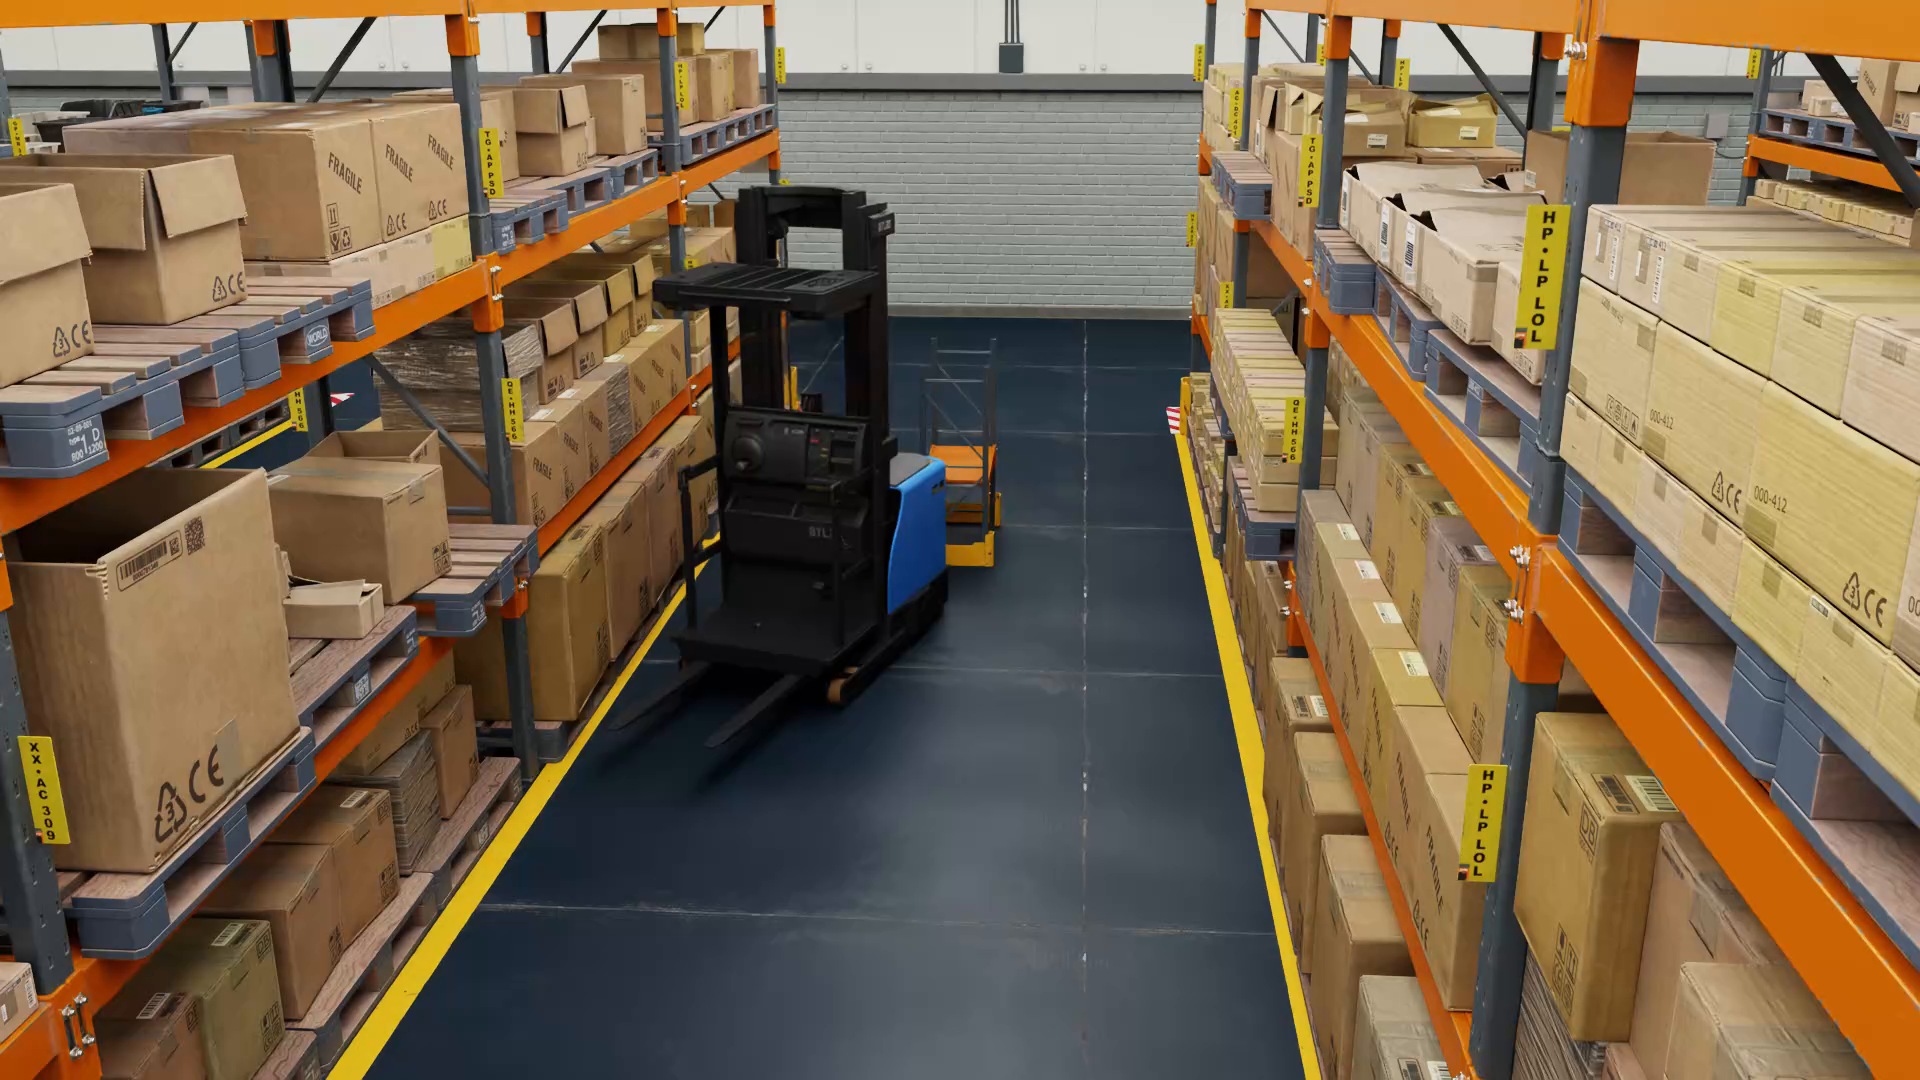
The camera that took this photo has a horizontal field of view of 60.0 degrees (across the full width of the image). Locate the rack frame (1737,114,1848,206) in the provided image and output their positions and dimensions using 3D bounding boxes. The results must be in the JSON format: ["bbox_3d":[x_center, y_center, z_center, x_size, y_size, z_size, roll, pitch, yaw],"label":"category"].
[{"bbox_3d":[7.666,-2.411,15.464,1.000,3.000,0.127,1,18,4],"label":"rack frame"}]

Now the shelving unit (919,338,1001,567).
[{"bbox_3d":[-0.005,-0.689,12.617,0.587,1.500,1.083,1,18,4],"label":"shelving unit"}]

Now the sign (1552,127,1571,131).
[{"bbox_3d":[2.701,-1.699,7.517,0.100,0.325,0.005,1,18,4],"label":"sign"}]

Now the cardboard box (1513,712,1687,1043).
[{"bbox_3d":[1.800,0.766,3.792,0.875,0.550,0.550,1,18,4],"label":"cardboard box"}]

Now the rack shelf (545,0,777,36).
[{"bbox_3d":[-2.362,-4.330,13.483,1.077,0.370,4.000,1,18,4],"label":"rack shelf"}]

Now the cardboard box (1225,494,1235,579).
[{"bbox_3d":[2.117,-0.036,11.555,0.500,0.500,0.500,2,18,6],"label":"cardboard box"}]

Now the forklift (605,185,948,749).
[{"bbox_3d":[-1.083,-0.553,9.904,1.130,2.935,3.031,7,19,20],"label":"forklift"}]

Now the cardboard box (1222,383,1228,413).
[{"bbox_3d":[1.875,-0.895,10.566,0.380,0.149,0.250,0,18,1],"label":"cardboard box"}]

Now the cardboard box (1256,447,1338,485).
[{"bbox_3d":[1.729,-0.391,8.549,0.380,0.149,0.250,2,18,5],"label":"cardboard box"}]

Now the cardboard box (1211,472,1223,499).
[{"bbox_3d":[2.147,-0.423,12.823,0.380,0.149,0.250,0,18,1],"label":"cardboard box"}]

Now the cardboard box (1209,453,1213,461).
[{"bbox_3d":[2.283,-0.623,13.911,0.380,0.149,0.250,2,18,5],"label":"cardboard box"}]

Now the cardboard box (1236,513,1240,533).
[{"bbox_3d":[2.083,-0.227,10.933,0.500,0.250,0.500,2,18,5],"label":"cardboard box"}]

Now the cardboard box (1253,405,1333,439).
[{"bbox_3d":[1.746,-0.609,8.737,0.380,0.149,0.250,1,18,3],"label":"cardboard box"}]

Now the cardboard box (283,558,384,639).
[{"bbox_3d":[-2.642,0.241,6.913,0.396,0.266,0.258,1,18,2],"label":"cardboard box"}]

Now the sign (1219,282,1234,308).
[{"bbox_3d":[1.893,-1.669,11.809,0.100,0.325,0.005,1,18,4],"label":"sign"}]

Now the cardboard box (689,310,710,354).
[{"bbox_3d":[-2.210,-1.600,12.752,0.500,0.250,0.500,1,18,3],"label":"cardboard box"}]

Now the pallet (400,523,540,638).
[{"bbox_3d":[-2.737,0.167,7.903,1.213,0.211,1.003,1,18,4],"label":"pallet"}]

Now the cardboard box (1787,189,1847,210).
[{"bbox_3d":[7.283,-2.894,14.131,0.380,0.149,0.250,1,18,2],"label":"cardboard box"}]

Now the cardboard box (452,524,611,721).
[{"bbox_3d":[-2.722,0.449,9.474,1.225,0.875,0.875,0,18,1],"label":"cardboard box"}]

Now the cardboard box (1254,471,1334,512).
[{"bbox_3d":[1.725,-0.249,8.595,0.380,0.149,0.250,2,18,5],"label":"cardboard box"}]

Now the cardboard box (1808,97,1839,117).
[{"bbox_3d":[7.359,-3.631,13.939,0.380,0.149,0.250,2,18,6],"label":"cardboard box"}]

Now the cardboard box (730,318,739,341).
[{"bbox_3d":[-2.060,-1.757,13.873,0.380,0.149,0.250,1,18,5],"label":"cardboard box"}]

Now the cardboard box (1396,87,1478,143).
[{"bbox_3d":[2.468,-2.202,8.618,0.396,0.266,0.258,1,18,4],"label":"cardboard box"}]

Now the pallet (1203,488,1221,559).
[{"bbox_3d":[2.448,-0.132,12.987,1.003,0.211,1.213,1,18,4],"label":"pallet"}]

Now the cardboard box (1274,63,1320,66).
[{"bbox_3d":[2.991,-4.161,14.786,0.380,0.149,0.250,1,18,3],"label":"cardboard box"}]

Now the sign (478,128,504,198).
[{"bbox_3d":[-2.251,-1.806,7.969,0.100,0.325,0.005,1,18,4],"label":"sign"}]

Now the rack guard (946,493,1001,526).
[{"bbox_3d":[0.030,-0.250,13.284,0.587,0.250,0.087,1,18,4],"label":"rack guard"}]

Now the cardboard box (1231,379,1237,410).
[{"bbox_3d":[1.838,-0.871,10.016,0.380,0.149,0.250,1,18,3],"label":"cardboard box"}]

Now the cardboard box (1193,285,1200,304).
[{"bbox_3d":[2.371,-2.277,15.459,0.380,0.149,0.250,1,18,3],"label":"cardboard box"}]

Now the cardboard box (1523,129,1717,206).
[{"bbox_3d":[2.303,-1.179,5.892,0.500,0.500,0.500,1,18,4],"label":"cardboard box"}]

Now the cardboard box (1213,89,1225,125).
[{"bbox_3d":[2.312,-3.475,13.333,0.500,0.250,0.500,1,18,2],"label":"cardboard box"}]

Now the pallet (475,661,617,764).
[{"bbox_3d":[-2.660,0.934,9.732,1.003,0.211,1.213,1,18,4],"label":"pallet"}]

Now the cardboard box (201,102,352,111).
[{"bbox_3d":[-3.082,-1.718,7.568,0.500,0.500,0.500,1,18,4],"label":"cardboard box"}]

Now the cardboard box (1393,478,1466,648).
[{"bbox_3d":[2.000,0.086,6.076,0.700,0.500,0.500,1,18,3],"label":"cardboard box"}]

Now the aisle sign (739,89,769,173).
[{"bbox_3d":[-1.914,-3.883,15.782,0.394,0.787,0.004,1,18,4],"label":"aisle sign"}]

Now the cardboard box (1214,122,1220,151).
[{"bbox_3d":[2.320,-3.227,13.377,0.500,0.250,0.500,1,18,4],"label":"cardboard box"}]

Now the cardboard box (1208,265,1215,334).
[{"bbox_3d":[2.263,-1.909,13.293,0.500,0.500,0.500,1,18,4],"label":"cardboard box"}]

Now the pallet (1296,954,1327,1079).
[{"bbox_3d":[1.926,1.941,6.661,1.003,0.211,1.213,1,18,4],"label":"pallet"}]

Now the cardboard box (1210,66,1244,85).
[{"bbox_3d":[2.325,-3.939,14.107,0.380,0.149,0.250,2,18,5],"label":"cardboard box"}]

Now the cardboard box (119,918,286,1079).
[{"bbox_3d":[-2.960,1.736,6.117,0.700,0.500,0.500,1,18,4],"label":"cardboard box"}]

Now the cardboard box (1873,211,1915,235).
[{"bbox_3d":[7.221,-2.417,12.673,0.380,0.149,0.250,1,18,3],"label":"cardboard box"}]

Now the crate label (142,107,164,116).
[{"bbox_3d":[-7.547,-3.818,15.180,0.408,0.251,0.502,1,18,4],"label":"crate label"}]

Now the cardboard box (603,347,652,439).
[{"bbox_3d":[-2.339,-0.970,10.906,0.500,0.500,0.500,1,18,3],"label":"cardboard box"}]

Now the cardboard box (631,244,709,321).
[{"bbox_3d":[-2.216,-1.959,12.644,0.500,0.500,0.500,1,18,4],"label":"cardboard box"}]

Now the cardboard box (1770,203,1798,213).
[{"bbox_3d":[7.317,-2.630,14.367,0.500,0.500,0.500,1,18,2],"label":"cardboard box"}]

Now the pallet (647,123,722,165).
[{"bbox_3d":[-2.436,-3.027,12.669,1.003,0.211,1.213,1,18,4],"label":"pallet"}]

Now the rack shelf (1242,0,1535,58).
[{"bbox_3d":[2.291,-2.946,9.258,1.077,0.370,4.000,1,18,4],"label":"rack shelf"}]

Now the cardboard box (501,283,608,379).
[{"bbox_3d":[-2.632,-1.309,10.330,0.797,0.503,0.637,2,18,6],"label":"cardboard box"}]

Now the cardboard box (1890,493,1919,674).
[{"bbox_3d":[1.441,0.111,1.879,0.500,0.250,0.500,1,18,4],"label":"cardboard box"}]

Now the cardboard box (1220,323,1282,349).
[{"bbox_3d":[1.913,-1.332,10.945,0.380,0.149,0.250,1,18,4],"label":"cardboard box"}]

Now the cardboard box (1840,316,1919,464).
[{"bbox_3d":[1.406,-0.194,2.170,0.380,0.149,0.250,1,18,4],"label":"cardboard box"}]

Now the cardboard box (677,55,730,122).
[{"bbox_3d":[-2.287,-3.680,13.525,0.700,0.500,0.500,2,18,6],"label":"cardboard box"}]

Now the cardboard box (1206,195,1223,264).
[{"bbox_3d":[2.302,-2.544,13.627,0.500,0.500,0.500,1,18,2],"label":"cardboard box"}]

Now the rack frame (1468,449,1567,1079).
[{"bbox_3d":[1.861,1.237,4.331,1.000,3.000,0.127,1,18,4],"label":"rack frame"}]

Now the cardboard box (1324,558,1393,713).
[{"bbox_3d":[1.776,0.395,6.739,0.500,0.500,0.500,1,18,4],"label":"cardboard box"}]

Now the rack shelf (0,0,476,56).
[{"bbox_3d":[-2.935,-1.845,5.900,1.077,0.370,4.000,1,18,4],"label":"rack shelf"}]

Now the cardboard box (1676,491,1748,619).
[{"bbox_3d":[1.442,0.025,2.781,0.380,0.149,0.250,1,18,3],"label":"cardboard box"}]

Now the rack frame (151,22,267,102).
[{"bbox_3d":[-7.159,-5.594,15.542,1.000,3.000,0.127,1,18,4],"label":"rack frame"}]
